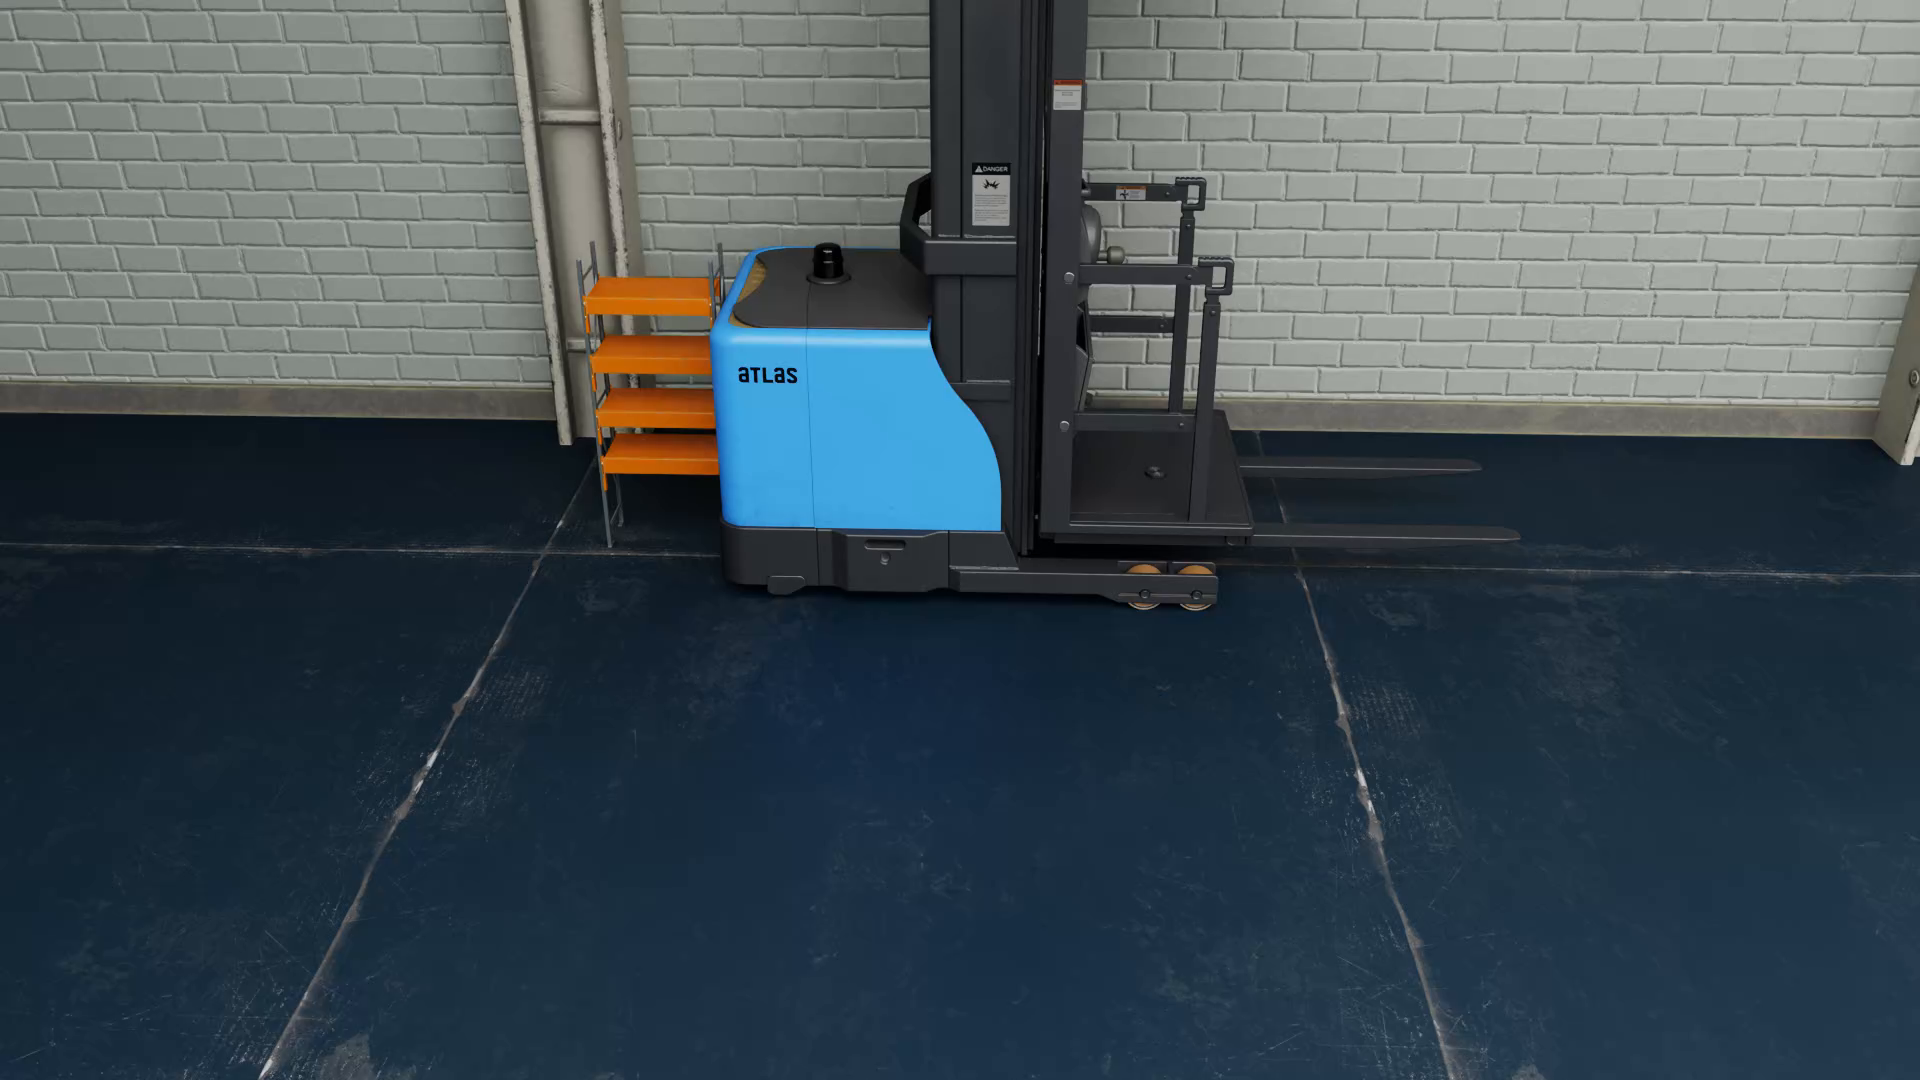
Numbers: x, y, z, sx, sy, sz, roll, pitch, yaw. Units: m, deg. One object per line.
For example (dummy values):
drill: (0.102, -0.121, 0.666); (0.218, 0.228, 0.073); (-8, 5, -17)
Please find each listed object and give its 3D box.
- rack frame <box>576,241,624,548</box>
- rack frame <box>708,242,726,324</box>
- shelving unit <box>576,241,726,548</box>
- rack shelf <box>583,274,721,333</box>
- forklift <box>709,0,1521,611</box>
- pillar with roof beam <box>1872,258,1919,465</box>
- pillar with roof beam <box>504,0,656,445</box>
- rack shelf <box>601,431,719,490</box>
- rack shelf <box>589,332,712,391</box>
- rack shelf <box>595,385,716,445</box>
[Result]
rack frame: (-1.404, -0.554, 6.513); (0.015, 1.200, 0.240); (1, 28, 2)
rack frame: (-0.916, -0.546, 6.498); (0.015, 1.200, 0.240); (1, 28, 2)
shelving unit: (-1.160, -0.550, 6.506); (0.503, 1.200, 0.258); (1, 28, 2)
rack shelf: (-1.160, -0.897, 6.322); (0.480, 0.148, 0.258); (1, 28, 2)
forklift: (0.622, -1.285, 6.044); (3.031, 2.935, 1.130); (1, 28, 2)
pillar with roof beam: (4.223, -2.364, 1.601); (0.400, 9.000, 9.100); (1, 28, 2)
pillar with roof beam: (-1.773, -2.463, 1.789); (0.400, 9.000, 9.100); (1, 28, 2)
rack shelf: (-1.160, -0.315, 6.630); (0.480, 0.148, 0.258); (1, 28, 2)
rack shelf: (-1.160, -0.688, 6.433); (0.480, 0.148, 0.258); (1, 28, 2)
rack shelf: (-1.160, -0.490, 6.537); (0.480, 0.148, 0.258); (1, 28, 2)
